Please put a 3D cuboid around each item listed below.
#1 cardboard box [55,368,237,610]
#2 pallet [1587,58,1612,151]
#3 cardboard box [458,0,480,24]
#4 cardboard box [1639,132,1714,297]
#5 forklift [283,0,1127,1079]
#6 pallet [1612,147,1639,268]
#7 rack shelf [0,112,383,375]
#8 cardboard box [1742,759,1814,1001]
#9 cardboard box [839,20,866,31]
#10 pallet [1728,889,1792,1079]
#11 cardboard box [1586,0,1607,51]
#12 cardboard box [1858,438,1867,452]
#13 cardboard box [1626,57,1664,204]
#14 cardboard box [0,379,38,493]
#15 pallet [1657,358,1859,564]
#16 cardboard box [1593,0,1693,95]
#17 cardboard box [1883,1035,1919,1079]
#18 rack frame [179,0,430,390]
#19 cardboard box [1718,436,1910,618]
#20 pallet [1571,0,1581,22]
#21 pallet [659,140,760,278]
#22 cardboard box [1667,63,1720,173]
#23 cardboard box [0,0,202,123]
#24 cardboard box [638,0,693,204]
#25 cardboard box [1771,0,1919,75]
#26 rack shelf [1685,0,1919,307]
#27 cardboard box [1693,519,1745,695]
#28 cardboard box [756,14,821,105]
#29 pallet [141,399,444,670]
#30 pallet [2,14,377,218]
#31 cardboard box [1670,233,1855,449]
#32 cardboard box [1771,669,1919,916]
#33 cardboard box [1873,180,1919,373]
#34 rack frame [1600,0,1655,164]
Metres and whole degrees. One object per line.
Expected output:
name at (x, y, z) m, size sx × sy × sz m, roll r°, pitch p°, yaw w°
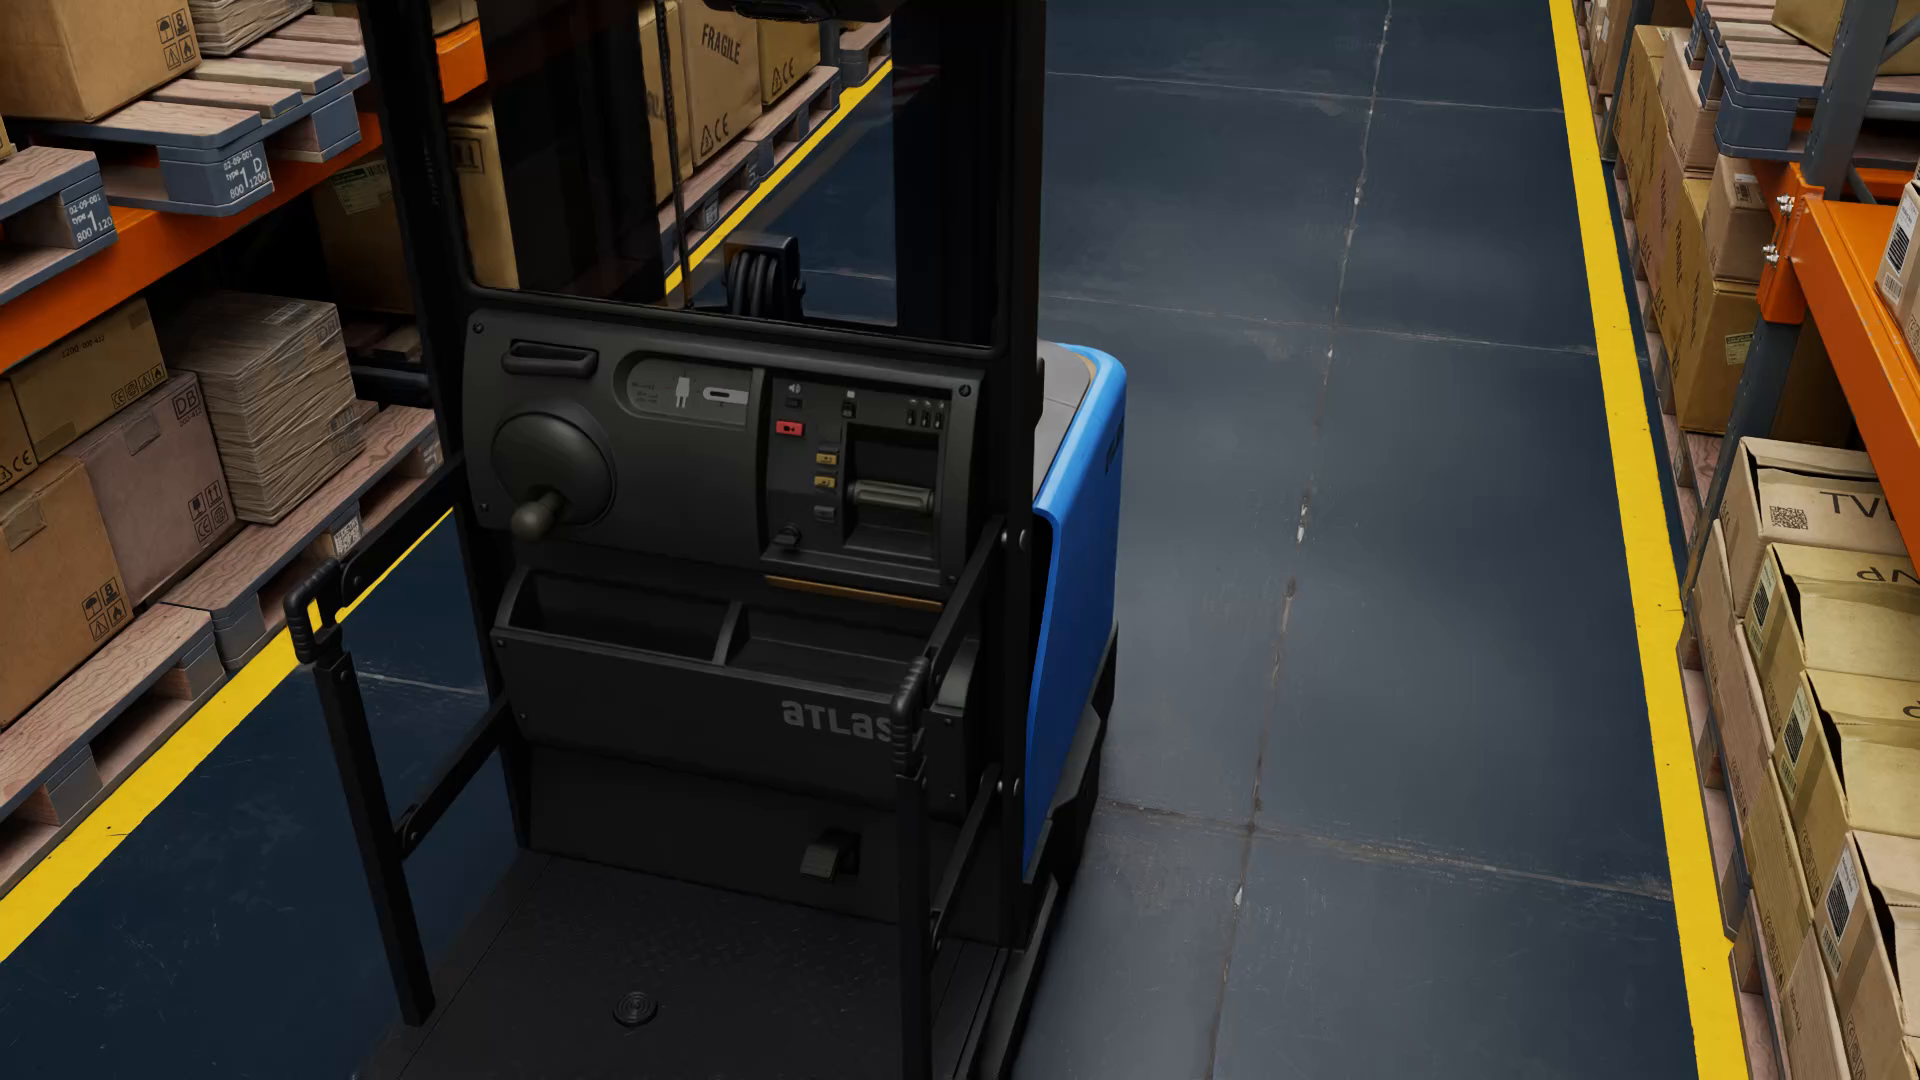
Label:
cardboard box at (-2.536, -0.179, 4.655) m, size 0.700 × 0.500 × 0.500 m, roll 8°, pitch 33°, yaw 12°
pallet at (3.823, -2.263, 8.613) m, size 1.003 × 0.211 × 1.213 m, roll 8°, pitch 33°, yaw 12°
cardboard box at (-1.780, -1.851, 5.582) m, size 0.380 × 0.149 × 0.250 m, roll 8°, pitch 33°, yaw 13°
cardboard box at (2.901, -1.197, 6.258) m, size 0.500 × 0.500 × 0.500 m, roll 7°, pitch 33°, yaw 11°
forklift at (-0.478, -0.095, 2.668) m, size 1.130 × 2.935 × 3.031 m, roll 9°, pitch 33°, yaw 13°
pallet at (3.478, -1.479, 7.380) m, size 1.003 × 0.211 × 1.213 m, roll 8°, pitch 33°, yaw 12°
rack shelf at (-2.668, -0.339, 3.657) m, size 1.077 × 0.370 × 4.000 m, roll 8°, pitch 33°, yaw 12°
cardboard box at (1.963, 0.739, 3.463) m, size 0.500 × 0.250 × 0.500 m, roll 7°, pitch 33°, yaw 11°
cardboard box at (-0.856, -3.252, 9.509) m, size 0.700 × 0.500 × 0.500 m, roll 8°, pitch 33°, yaw 13°
pallet at (2.074, 1.222, 3.131) m, size 1.003 × 0.211 × 1.213 m, roll 8°, pitch 33°, yaw 12°
cardboard box at (3.708, -2.858, 9.046) m, size 0.500 × 0.311 × 0.500 m, roll 8°, pitch 33°, yaw 12°
cardboard box at (3.024, -0.336, 4.902) m, size 0.500 × 0.500 × 0.500 m, roll 9°, pitch 34°, yaw 14°
cardboard box at (3.164, -1.718, 7.076) m, size 0.500 × 0.500 × 0.500 m, roll 8°, pitch 33°, yaw 13°
cardboard box at (-2.623, -0.192, 3.977) m, size 0.500 × 0.250 × 0.500 m, roll 8°, pitch 33°, yaw 12°
pallet at (2.858, -0.213, 5.389) m, size 1.003 × 0.211 × 1.213 m, roll 8°, pitch 33°, yaw 12°
cardboard box at (3.518, -2.548, 8.383) m, size 0.500 × 0.500 × 0.500 m, roll 8°, pitch 33°, yaw 12°
cardboard box at (1.698, 1.036, 2.473) m, size 0.500 × 0.311 × 0.500 m, roll 8°, pitch 33°, yaw 12°
rack frame at (-2.160, -1.680, 5.097) m, size 1.000 × 3.000 × 0.127 m, roll 8°, pitch 33°, yaw 12°
cardboard box at (2.215, -0.029, 4.149) m, size 0.500 × 0.311 × 0.500 m, roll 9°, pitch 34°, yaw 14°
pallet at (4.442, -3.529, 10.605) m, size 1.003 × 0.211 × 1.213 m, roll 8°, pitch 33°, yaw 12°
pallet at (-1.576, -1.533, 7.465) m, size 1.003 × 0.211 × 1.213 m, roll 8°, pitch 33°, yaw 12°
cardboard box at (2.908, -1.533, 6.087) m, size 0.500 × 0.250 × 0.500 m, roll 7°, pitch 33°, yaw 11°
cardboard box at (-2.385, -1.369, 4.104) m, size 0.700 × 0.500 × 0.500 m, roll 5°, pitch 33°, yaw 8°
cardboard box at (-1.618, -1.768, 6.847) m, size 0.750 × 0.750 × 0.750 m, roll 8°, pitch 33°, yaw 12°
cardboard box at (2.683, -1.569, 4.438) m, size 0.700 × 0.500 × 0.500 m, roll -3°, pitch 33°, yaw -4°
rack shelf at (3.140, -1.742, 5.865) m, size 1.077 × 0.370 × 4.000 m, roll 8°, pitch 33°, yaw 12°
cardboard box at (2.215, 0.207, 4.300) m, size 0.500 × 0.250 × 0.500 m, roll 8°, pitch 33°, yaw 12°
cardboard box at (-1.184, -2.671, 8.268) m, size 0.750 × 0.750 × 0.750 m, roll 8°, pitch 33°, yaw 13°
pallet at (-2.360, -0.098, 5.208) m, size 1.003 × 0.211 × 1.213 m, roll 8°, pitch 33°, yaw 12°
pallet at (-2.238, -1.215, 4.544) m, size 1.213 × 0.211 × 1.003 m, roll 8°, pitch 33°, yaw 12°
cardboard box at (2.643, -0.656, 5.405) m, size 0.500 × 0.500 × 0.500 m, roll 9°, pitch 34°, yaw 14°
cardboard box at (1.959, 0.509, 3.303) m, size 0.500 × 0.311 × 0.500 m, roll 7°, pitch 33°, yaw 11°
cardboard box at (2.218, -0.532, 3.374) m, size 0.500 × 0.311 × 0.500 m, roll 8°, pitch 33°, yaw 12°
rack frame at (3.647, -3.083, 7.304) m, size 1.000 × 3.000 × 0.127 m, roll 8°, pitch 33°, yaw 12°
